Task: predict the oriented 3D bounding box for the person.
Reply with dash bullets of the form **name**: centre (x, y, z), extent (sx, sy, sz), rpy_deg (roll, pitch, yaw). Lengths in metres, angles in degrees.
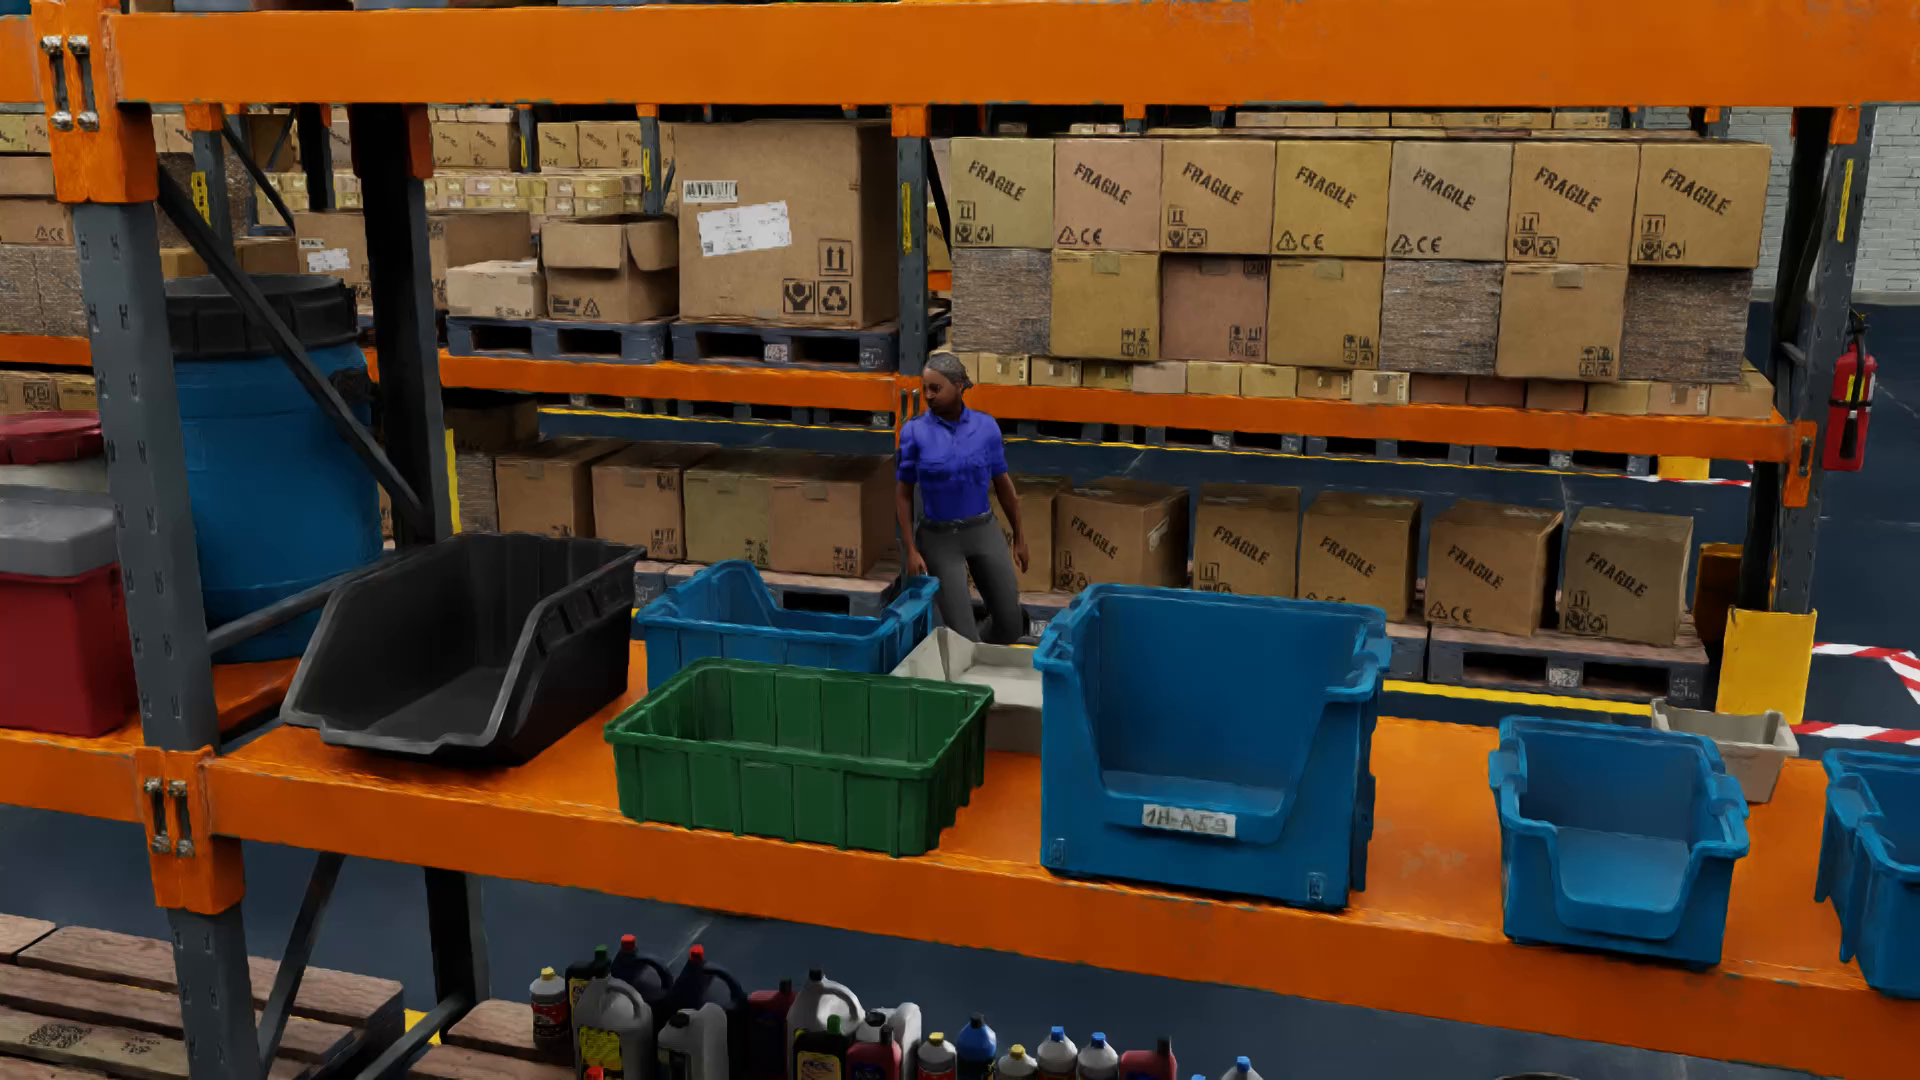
- **person**: centre (0.015, 0.017, 7.003), extent (0.578, 1.643, 0.627), rpy_deg (-3, 15, -9)
